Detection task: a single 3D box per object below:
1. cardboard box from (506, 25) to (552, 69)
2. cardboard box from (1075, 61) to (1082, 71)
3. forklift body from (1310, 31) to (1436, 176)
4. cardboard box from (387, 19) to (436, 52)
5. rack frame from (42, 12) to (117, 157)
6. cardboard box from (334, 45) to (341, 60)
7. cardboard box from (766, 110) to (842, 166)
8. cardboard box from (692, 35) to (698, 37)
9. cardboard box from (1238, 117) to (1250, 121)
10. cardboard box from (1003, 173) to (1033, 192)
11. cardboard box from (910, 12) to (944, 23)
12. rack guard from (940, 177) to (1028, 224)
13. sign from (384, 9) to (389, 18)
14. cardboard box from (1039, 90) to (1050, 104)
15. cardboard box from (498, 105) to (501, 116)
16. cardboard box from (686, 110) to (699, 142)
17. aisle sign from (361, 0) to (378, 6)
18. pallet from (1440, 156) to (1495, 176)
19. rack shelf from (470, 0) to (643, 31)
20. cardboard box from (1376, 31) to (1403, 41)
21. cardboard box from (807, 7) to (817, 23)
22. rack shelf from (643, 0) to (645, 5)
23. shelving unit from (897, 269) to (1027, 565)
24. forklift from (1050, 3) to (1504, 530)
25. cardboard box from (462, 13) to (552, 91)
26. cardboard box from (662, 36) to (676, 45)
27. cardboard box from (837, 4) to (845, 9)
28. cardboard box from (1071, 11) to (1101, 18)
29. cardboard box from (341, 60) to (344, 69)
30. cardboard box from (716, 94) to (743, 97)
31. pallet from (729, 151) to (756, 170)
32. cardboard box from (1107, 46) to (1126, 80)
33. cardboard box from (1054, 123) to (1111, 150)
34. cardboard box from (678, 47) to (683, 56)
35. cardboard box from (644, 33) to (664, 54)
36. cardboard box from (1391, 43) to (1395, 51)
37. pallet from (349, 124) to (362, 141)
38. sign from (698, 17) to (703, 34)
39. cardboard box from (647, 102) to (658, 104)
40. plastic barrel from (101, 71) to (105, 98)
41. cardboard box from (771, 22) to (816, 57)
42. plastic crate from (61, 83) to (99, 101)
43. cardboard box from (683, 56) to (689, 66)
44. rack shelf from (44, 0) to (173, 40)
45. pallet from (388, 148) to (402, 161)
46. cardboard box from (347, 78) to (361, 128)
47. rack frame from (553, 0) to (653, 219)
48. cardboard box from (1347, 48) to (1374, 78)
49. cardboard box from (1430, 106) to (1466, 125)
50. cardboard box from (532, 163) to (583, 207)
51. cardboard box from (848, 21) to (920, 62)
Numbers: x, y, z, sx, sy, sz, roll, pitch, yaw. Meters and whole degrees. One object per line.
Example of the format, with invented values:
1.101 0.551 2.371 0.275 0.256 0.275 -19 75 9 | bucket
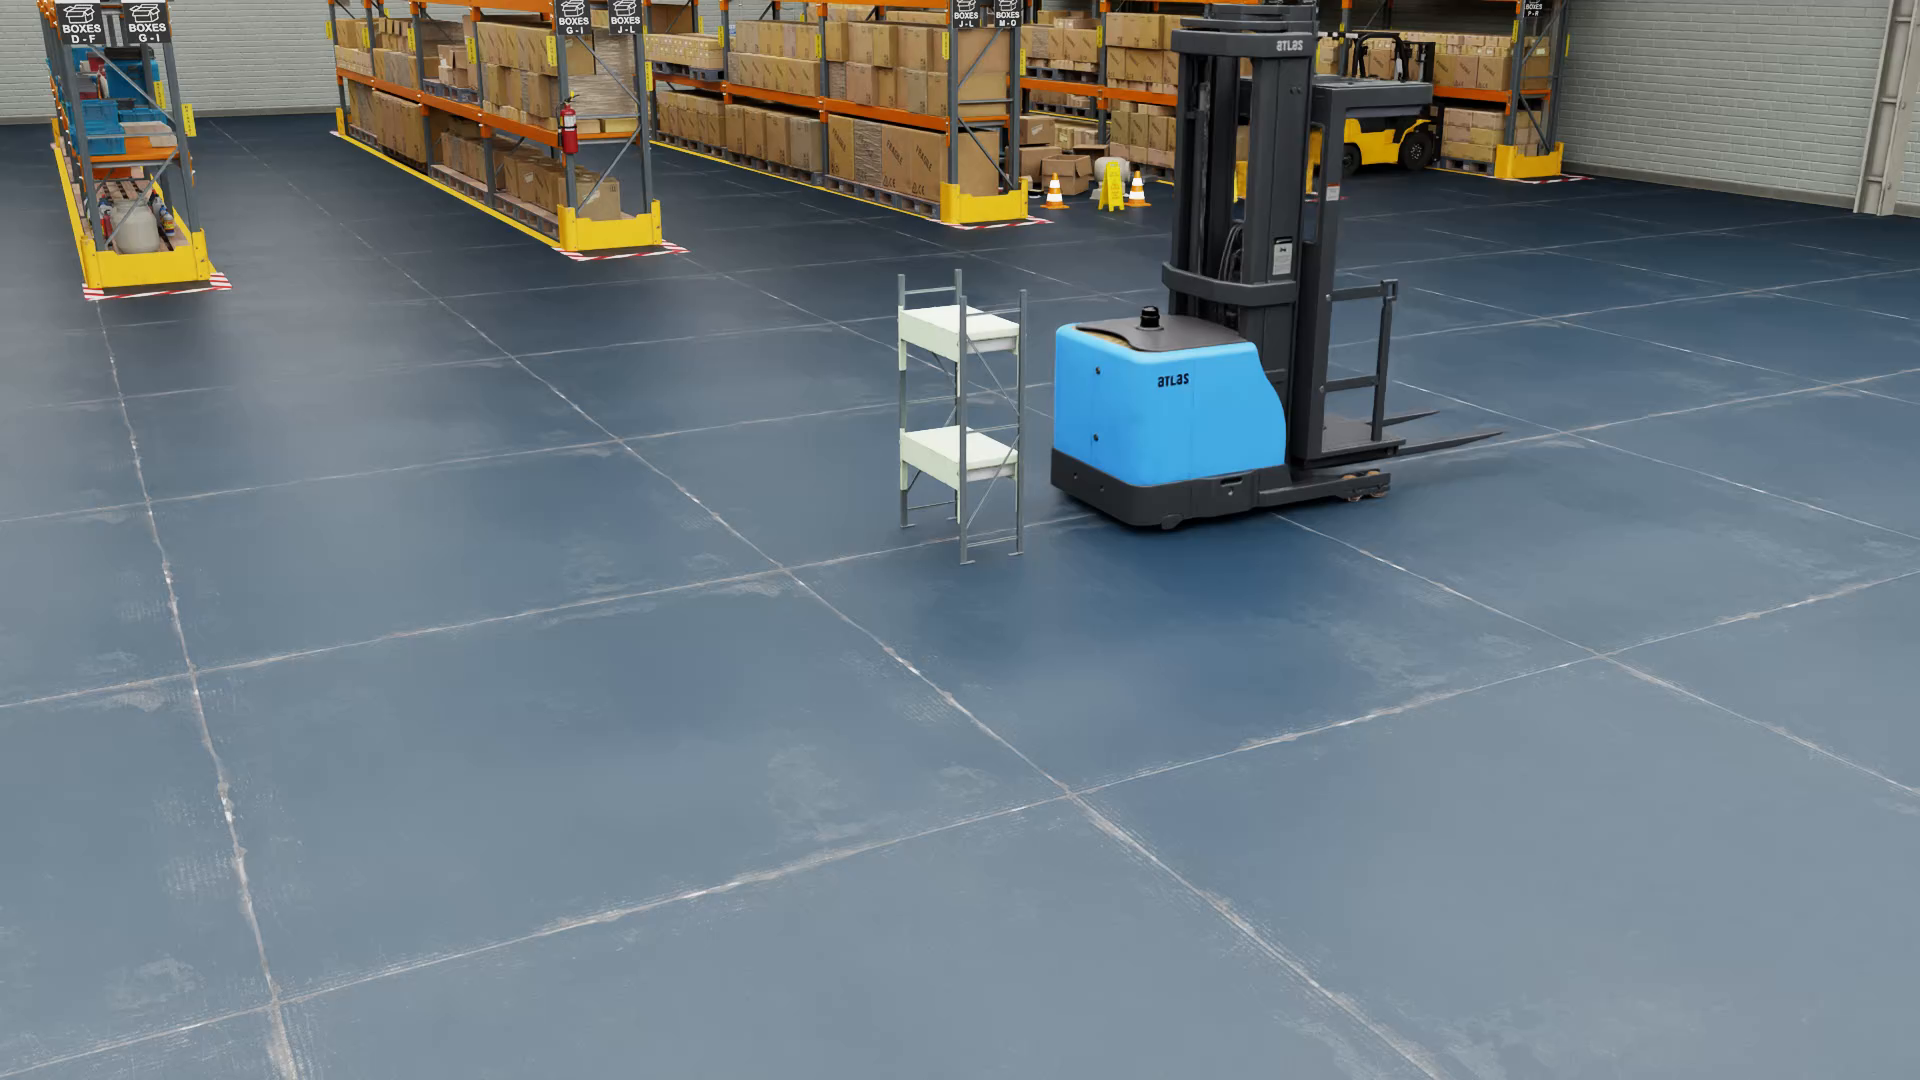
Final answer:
-5.291 -6.107 20.588 0.500 0.500 0.500 -10 21 -27 | cardboard box
2.120 -7.842 27.499 0.380 0.149 0.250 -11 22 -28 | cardboard box
6.477 -7.061 26.796 2.313 2.155 1.214 -10 21 -27 | forklift body
-9.177 -8.481 27.918 0.797 0.503 0.637 -10 21 -26 | cardboard box
-14.162 -7.573 26.979 1.000 3.000 0.127 -10 21 -27 | rack frame
-11.712 -9.378 31.985 0.500 0.250 0.500 -11 22 -28 | cardboard box
-2.420 -6.360 26.268 1.050 0.750 0.750 -10 21 -27 | cardboard box
-4.654 -9.128 30.316 0.380 0.149 0.250 -10 21 -27 | cardboard box
4.213 -6.114 25.173 0.500 0.500 0.500 -11 22 -29 | cardboard box
0.846 -5.282 24.532 0.396 0.266 0.258 -6 20 -17 | cardboard box
-0.624 -9.938 32.147 0.500 0.500 0.500 -11 22 -28 | cardboard box
0.320 -4.446 21.749 1.175 0.500 0.348 -10 21 -27 | rack guard
-11.218 -10.228 32.534 0.100 0.325 0.005 -10 21 -27 | sign
2.127 -10.201 37.784 0.500 0.500 0.500 -10 21 -26 | cardboard box
-5.790 -5.605 21.661 0.380 0.149 0.250 -10 21 -27 | cardboard box
-4.542 -7.395 29.653 0.500 0.500 0.500 -11 22 -29 | cardboard box
-11.473 -10.784 32.300 0.394 0.787 0.004 -10 21 -27 | aisle sign
8.583 -6.095 26.971 1.003 0.211 1.213 -10 21 -27 | pallet
-5.055 -6.547 20.511 1.077 0.370 4.000 -10 21 -27 | rack shelf
7.307 -8.573 28.272 0.380 0.149 0.250 -10 22 -28 | cardboard box
-3.004 -11.361 36.272 0.500 0.500 0.500 -11 22 -28 | cardboard box
-6.340 -10.731 32.637 1.077 0.370 4.000 -10 21 -27 | rack shelf
0.003 -0.707 9.381 0.431 1.500 0.755 -10 21 -27 | shelving unit
2.117 -1.764 10.250 3.031 2.935 1.130 -10 21 -26 | forklift
-6.258 -6.775 23.104 1.000 1.000 1.000 -10 21 -26 | cardboard box
-5.112 -8.957 29.821 0.380 0.149 0.250 -10 21 -27 | cardboard box
-2.357 -11.253 34.964 0.380 0.149 0.250 -11 22 -28 | cardboard box
2.812 -11.538 37.094 0.500 0.500 0.500 -11 22 -28 | cardboard box
-11.579 -9.070 31.702 0.380 0.149 0.250 -11 22 -28 | cardboard box
-4.070 -7.827 29.755 0.500 0.250 0.500 -10 21 -26 | cardboard box
-3.183 -6.375 27.782 1.003 0.211 1.213 -10 21 -27 | pallet
2.681 -7.597 26.439 0.500 0.500 0.500 -10 21 -27 | cardboard box
2.121 -6.891 28.387 0.950 0.372 0.625 -9 21 -23 | cardboard box
-4.740 -8.593 29.220 0.380 0.149 0.250 -9 21 -25 | cardboard box
-5.868 -9.362 31.555 0.500 0.500 0.500 -10 21 -27 | cardboard box
7.451 -8.268 27.845 0.380 0.149 0.250 -10 22 -27 | cardboard box
-11.254 -7.953 32.355 1.003 0.211 1.213 -10 21 -27 | pallet
-4.903 -9.714 31.408 0.100 0.325 0.005 -10 21 -27 | sign
-5.944 -8.340 32.018 0.380 0.149 0.250 -10 21 -26 | cardboard box
-11.386 -6.094 22.523 0.421 0.512 0.421 0 19 0 | plastic barrel
-2.556 -7.882 26.188 0.700 0.500 0.500 -10 22 -27 | cardboard box
-10.862 -5.398 20.579 0.402 0.464 0.583 -10 21 -27 | plastic crate
-4.613 -8.376 29.047 0.380 0.149 0.250 -11 22 -29 | cardboard box
-9.414 -5.780 18.288 1.077 0.370 4.000 -10 21 -27 | rack shelf
-9.370 -6.812 29.049 1.003 0.211 1.213 -10 21 -27 | pallet
-11.328 -8.511 32.311 0.875 0.875 0.875 -10 21 -27 | cardboard box
-4.105 -4.895 19.219 1.000 3.000 0.127 -10 21 -27 | rack frame
7.065 -8.228 28.724 0.500 0.500 0.500 -11 22 -28 | cardboard box
7.994 -6.944 27.196 0.500 0.250 0.500 -10 21 -26 | cardboard box
-5.207 -4.610 21.581 0.500 0.500 0.500 -12 22 -31 | cardboard box
-1.083 -7.113 23.761 0.875 0.550 0.550 -10 21 -27 | cardboard box
